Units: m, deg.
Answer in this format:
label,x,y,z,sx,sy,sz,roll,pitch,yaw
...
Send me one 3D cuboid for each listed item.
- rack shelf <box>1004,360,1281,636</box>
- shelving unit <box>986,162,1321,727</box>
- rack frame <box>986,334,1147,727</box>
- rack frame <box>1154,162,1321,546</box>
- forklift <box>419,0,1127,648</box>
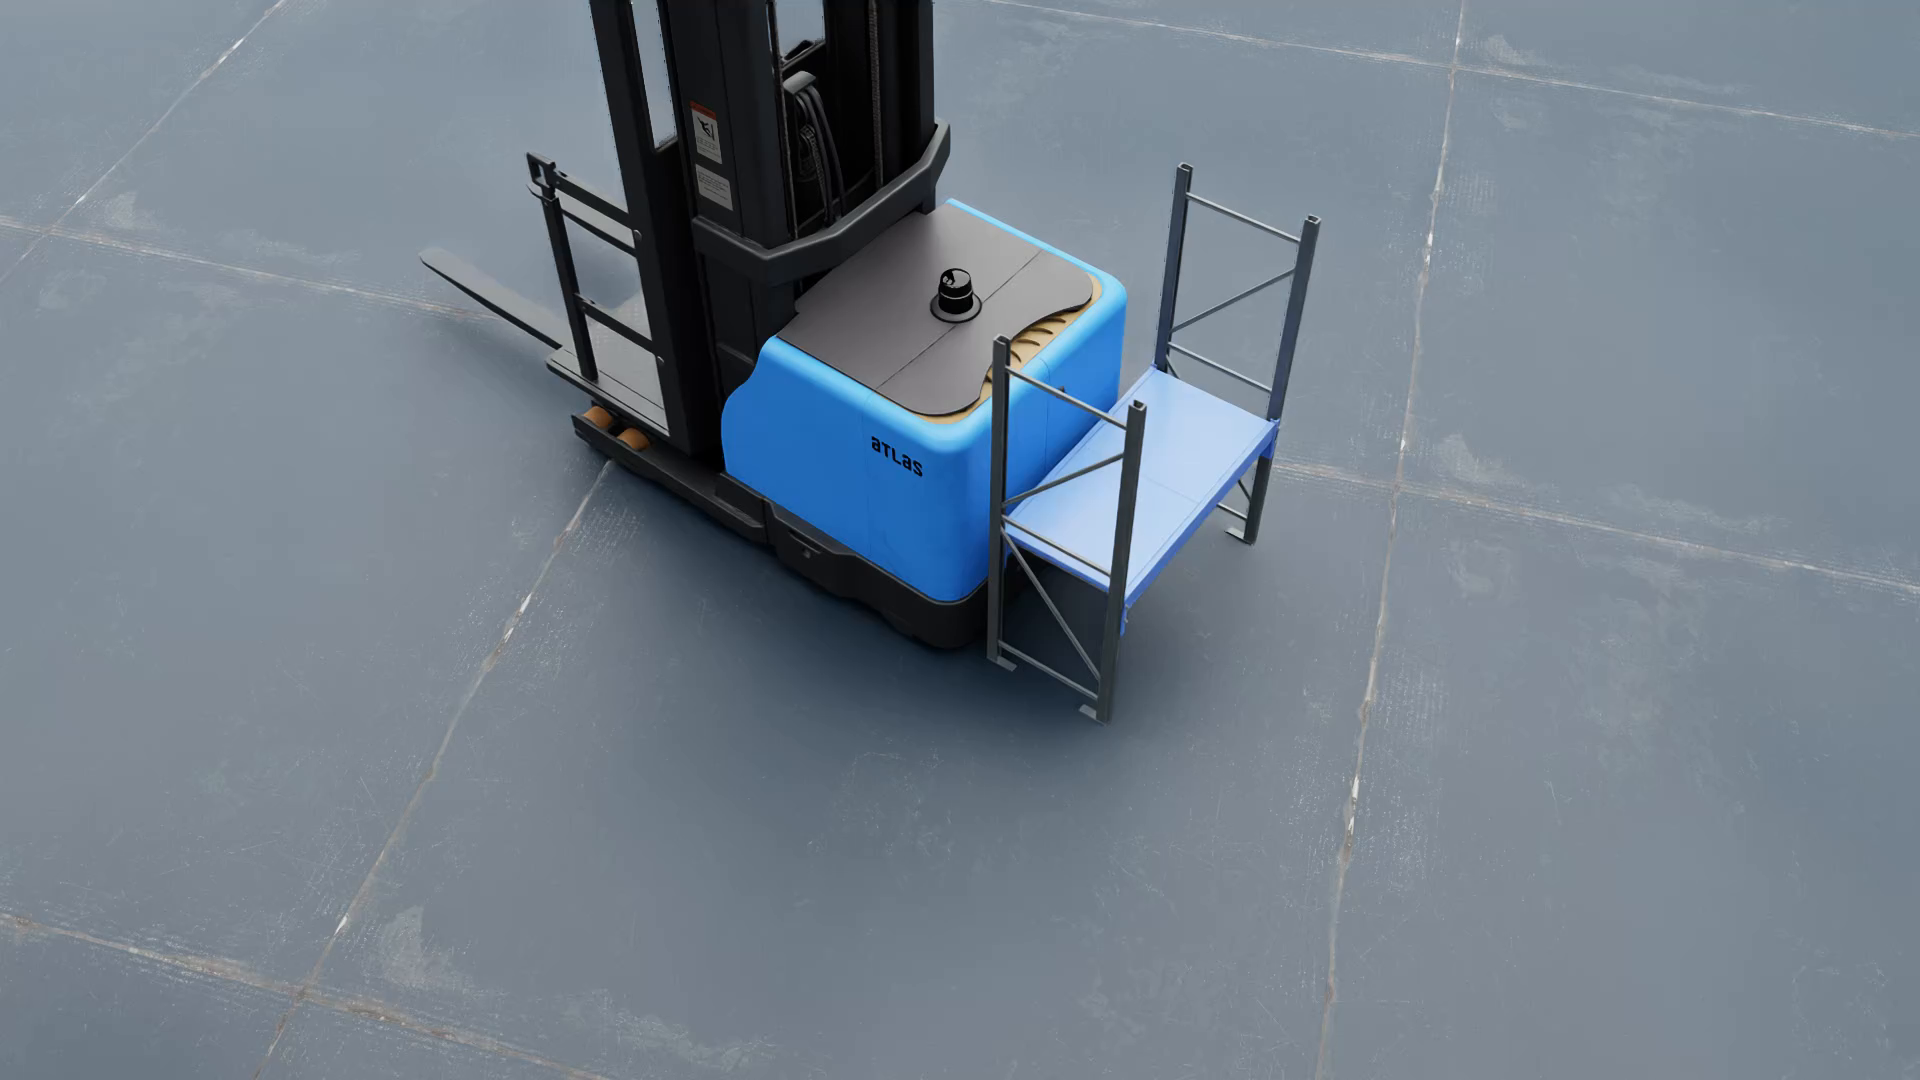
label,x,y,z,sx,sy,sz,roll,pitch,yaw
rack shelf,0.604,-0.166,5.636,0.538,0.185,1.000,29,54,23
shelving unit,0.604,-0.285,5.502,0.538,1.500,1.048,29,54,23
rack frame,0.305,0.023,5.229,0.500,1.500,0.032,29,54,23
rack frame,0.903,-0.594,5.774,0.500,1.500,0.032,29,54,23
forklift,-0.891,-1.522,5.638,3.031,2.935,1.130,31,55,24
